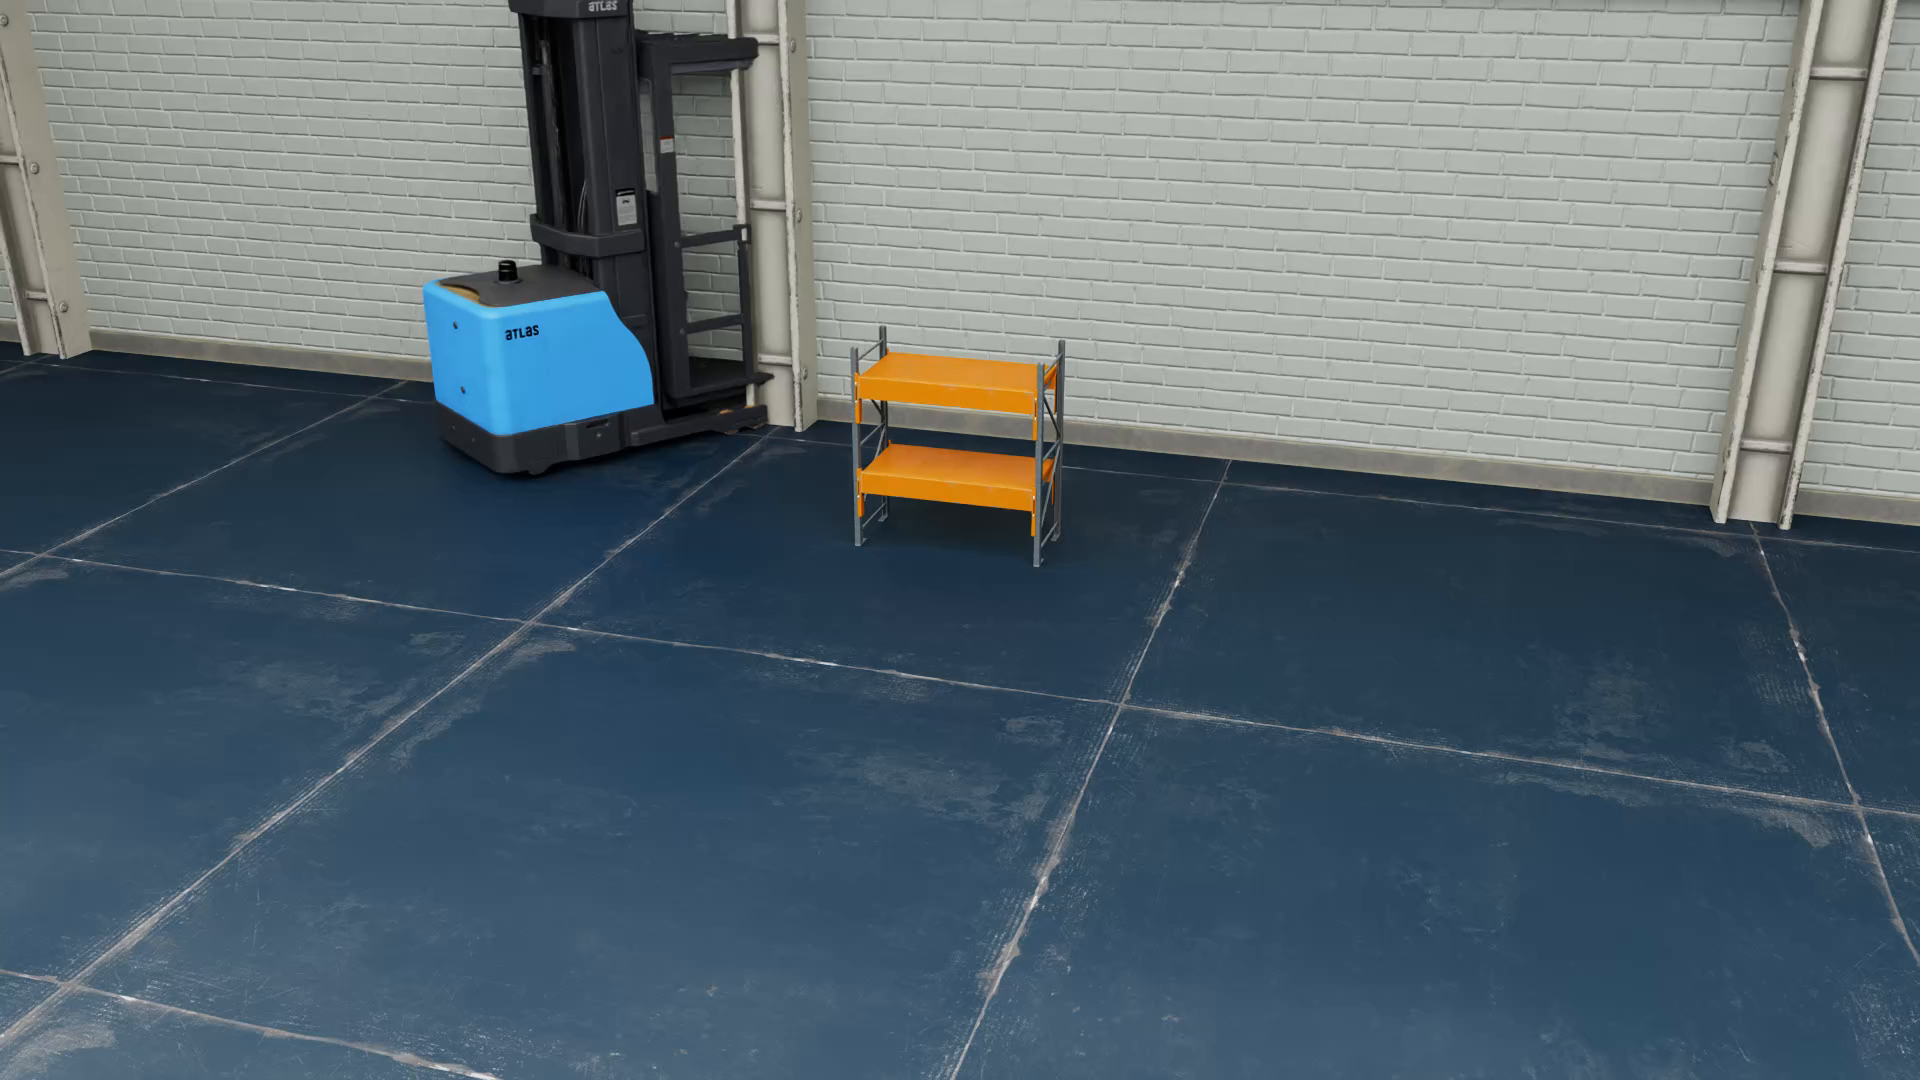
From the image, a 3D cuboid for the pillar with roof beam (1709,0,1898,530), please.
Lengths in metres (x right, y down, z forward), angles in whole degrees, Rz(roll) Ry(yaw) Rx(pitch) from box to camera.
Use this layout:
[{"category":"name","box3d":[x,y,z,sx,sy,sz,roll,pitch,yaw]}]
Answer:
[{"category":"pillar with roof beam","box3d":[3.311,-2.735,4.080,0.400,9.000,9.100,7,23,16]}]

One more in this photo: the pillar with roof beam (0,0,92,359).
[{"category":"pillar with roof beam","box3d":[-8.177,-4.050,7.287,0.400,9.000,9.100,7,23,16]}]

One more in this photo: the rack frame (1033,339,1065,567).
[{"category":"rack frame","box3d":[0.480,-0.465,8.922,0.032,1.125,0.500,7,23,16]}]

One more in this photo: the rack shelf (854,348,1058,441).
[{"category":"rack shelf","box3d":[-0.006,-0.792,8.947,1.000,0.278,0.538,7,23,16]}]

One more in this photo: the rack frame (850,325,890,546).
[{"category":"rack frame","box3d":[-0.493,-0.577,9.194,0.032,1.125,0.500,7,23,16]}]

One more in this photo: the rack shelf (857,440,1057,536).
[{"category":"rack shelf","box3d":[-0.006,-0.295,9.151,1.000,0.278,0.538,7,23,16]}]

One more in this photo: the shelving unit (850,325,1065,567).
[{"category":"shelving unit","box3d":[-0.006,-0.521,9.058,1.048,1.125,0.538,7,23,16]}]

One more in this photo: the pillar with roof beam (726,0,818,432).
[{"category":"pillar with roof beam","box3d":[-2.433,-3.393,5.684,0.400,9.000,9.100,7,23,16]}]

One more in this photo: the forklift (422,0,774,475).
[{"category":"forklift","box3d":[-1.905,-2.189,10.745,3.031,2.935,1.130,-17,28,-35]}]
